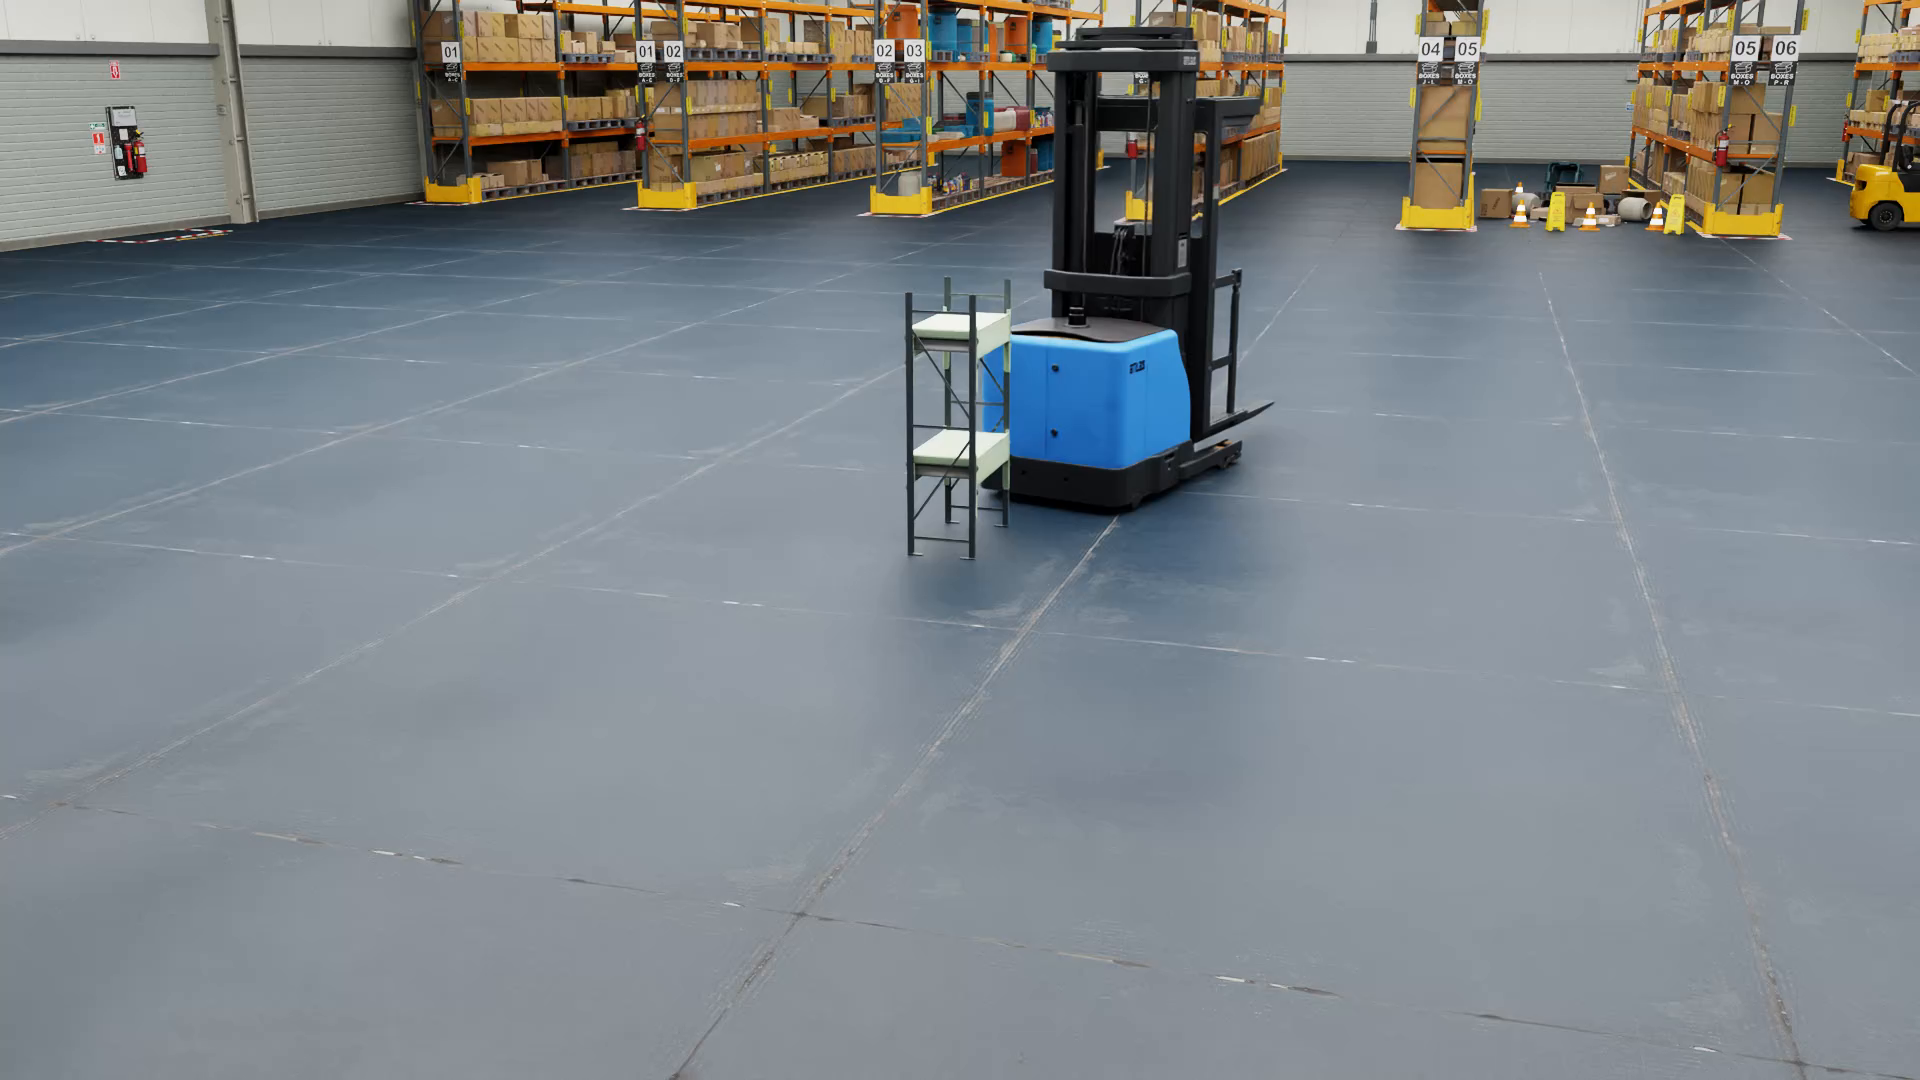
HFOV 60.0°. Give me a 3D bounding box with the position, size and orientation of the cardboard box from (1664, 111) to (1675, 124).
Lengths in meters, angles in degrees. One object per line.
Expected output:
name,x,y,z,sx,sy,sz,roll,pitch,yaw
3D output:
cardboard box,15.305,-8.997,35.411,0.500,0.250,0.500,5,16,16

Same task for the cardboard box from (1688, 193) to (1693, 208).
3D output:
cardboard box,13.707,-6.241,30.605,0.500,0.250,0.500,6,17,19

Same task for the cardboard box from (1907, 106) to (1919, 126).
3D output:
cardboard box,20.457,-8.992,35.074,0.797,0.503,0.637,4,16,15

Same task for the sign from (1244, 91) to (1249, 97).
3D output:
sign,6.432,-9.930,37.366,0.100,0.325,0.005,5,16,16

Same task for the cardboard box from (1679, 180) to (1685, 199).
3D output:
cardboard box,14.421,-6.711,32.039,0.950,0.372,0.625,5,17,17

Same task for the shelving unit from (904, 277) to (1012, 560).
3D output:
shelving unit,-0.002,-0.720,9.619,0.431,1.500,0.755,5,16,16

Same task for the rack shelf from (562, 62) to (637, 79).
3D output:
rack shelf,-8.906,-11.177,39.559,1.077,0.370,4.000,5,16,16

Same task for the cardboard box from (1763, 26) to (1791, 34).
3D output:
cardboard box,13.434,-8.372,27.352,0.380,0.149,0.250,5,16,15

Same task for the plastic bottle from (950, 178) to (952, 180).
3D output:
plastic bottle,-0.181,-7.334,34.360,0.061,0.283,0.133,5,16,16

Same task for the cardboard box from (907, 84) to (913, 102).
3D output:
cardboard box,-1.609,-12.302,45.688,0.500,0.500,0.500,5,17,18

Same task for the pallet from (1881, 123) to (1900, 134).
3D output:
pallet,20.976,-9.052,36.598,1.003,0.211,1.213,5,16,16

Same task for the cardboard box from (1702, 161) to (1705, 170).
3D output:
cardboard box,13.306,-6.607,29.332,0.380,0.149,0.250,5,17,18

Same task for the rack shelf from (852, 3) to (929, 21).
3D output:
rack shelf,-1.882,-14.328,45.179,1.077,0.370,4.000,5,16,16

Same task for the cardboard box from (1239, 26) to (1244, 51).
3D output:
cardboard box,5.878,-10.903,36.177,0.500,0.500,0.500,5,16,16

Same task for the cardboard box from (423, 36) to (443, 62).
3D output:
cardboard box,-10.736,-10.140,34.364,0.500,0.500,0.500,6,17,20

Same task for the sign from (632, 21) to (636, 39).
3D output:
sign,-6.377,-10.004,32.627,0.100,0.325,0.005,5,16,16

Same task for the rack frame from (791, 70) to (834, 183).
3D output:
rack frame,-3.588,-10.220,40.364,1.000,3.000,0.127,5,16,16

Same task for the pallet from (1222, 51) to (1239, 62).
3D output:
pallet,5.050,-9.910,34.119,1.213,0.211,1.003,5,16,16

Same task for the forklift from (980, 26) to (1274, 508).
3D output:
forklift,1.332,-1.959,11.366,1.130,2.935,3.031,10,18,30

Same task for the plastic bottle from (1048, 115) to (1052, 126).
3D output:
plastic bottle,2.210,-10.431,41.335,0.152,0.276,0.135,5,16,16

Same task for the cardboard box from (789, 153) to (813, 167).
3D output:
cardboard box,-3.788,-8.945,39.109,0.500,0.311,0.500,5,16,16

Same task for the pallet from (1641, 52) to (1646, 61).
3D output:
pallet,17.483,-11.981,41.238,1.003,0.211,1.213,5,16,16

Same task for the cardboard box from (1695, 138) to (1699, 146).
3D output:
cardboard box,13.855,-7.387,30.838,0.380,0.149,0.250,5,17,17

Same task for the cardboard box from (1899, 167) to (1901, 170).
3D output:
cardboard box,20.513,-7.830,35.748,0.500,0.500,0.500,4,16,14

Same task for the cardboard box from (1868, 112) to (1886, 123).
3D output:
cardboard box,21.501,-9.830,38.718,0.500,0.250,0.500,5,16,15

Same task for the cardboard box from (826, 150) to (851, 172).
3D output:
cardboard box,-3.041,-9.463,41.471,0.500,0.500,0.500,4,16,14

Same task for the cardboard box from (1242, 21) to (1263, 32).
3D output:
cardboard box,7.319,-12.845,41.611,0.500,0.250,0.500,4,16,12

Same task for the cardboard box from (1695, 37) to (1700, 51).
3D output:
cardboard box,14.596,-9.638,32.321,0.500,0.250,0.500,5,17,17

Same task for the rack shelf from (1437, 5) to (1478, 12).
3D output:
rack shelf,11.204,-11.911,37.382,1.077,0.370,4.000,5,16,16

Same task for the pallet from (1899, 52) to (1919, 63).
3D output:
pallet,20.763,-10.261,35.355,1.213,0.211,1.003,5,16,16

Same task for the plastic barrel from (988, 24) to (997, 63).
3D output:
plastic barrel,0.533,-11.115,37.237,0.600,0.830,0.708,5,16,16

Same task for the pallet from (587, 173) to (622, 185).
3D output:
pallet,-8.910,-8.739,40.254,1.003,0.211,1.213,5,16,16

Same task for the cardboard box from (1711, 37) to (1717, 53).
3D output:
cardboard box,13.453,-8.658,29.090,0.500,0.250,0.500,5,17,16

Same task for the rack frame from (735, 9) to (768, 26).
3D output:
rack frame,-6.065,-15.582,48.276,1.000,3.000,0.127,5,16,16

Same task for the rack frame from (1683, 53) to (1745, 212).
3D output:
rack frame,14.274,-7.636,31.253,1.000,3.000,0.127,5,16,16

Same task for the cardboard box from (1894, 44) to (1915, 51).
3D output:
cardboard box,20.841,-10.870,36.666,0.380,0.149,0.250,5,17,17

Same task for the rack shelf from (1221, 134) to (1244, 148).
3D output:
rack shelf,5.341,-8.582,35.906,1.077,0.370,4.000,5,16,16

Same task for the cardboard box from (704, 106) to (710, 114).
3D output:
cardboard box,-5.325,-8.773,33.892,0.380,0.149,0.250,4,16,15

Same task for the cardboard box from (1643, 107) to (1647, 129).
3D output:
cardboard box,16.575,-10.053,39.593,0.500,0.500,0.500,4,16,15

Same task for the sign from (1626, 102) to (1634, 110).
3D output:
sign,19.235,-12.402,47.562,0.327,0.218,0.001,5,16,16

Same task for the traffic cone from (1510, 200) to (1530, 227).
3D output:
traffic cone,9.875,-5.755,29.272,0.336,0.463,0.334,5,16,16

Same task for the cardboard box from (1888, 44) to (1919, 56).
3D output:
cardboard box,21.204,-11.005,37.363,0.500,0.250,0.500,5,16,16

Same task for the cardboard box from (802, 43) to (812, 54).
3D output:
cardboard box,-3.794,-11.531,38.996,0.500,0.250,0.500,5,17,17

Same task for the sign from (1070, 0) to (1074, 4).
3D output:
sign,2.824,-13.624,41.754,0.100,0.325,0.005,5,16,16

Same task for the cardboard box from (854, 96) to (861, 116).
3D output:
cardboard box,-2.894,-11.050,42.336,0.700,0.500,0.500,1,16,2

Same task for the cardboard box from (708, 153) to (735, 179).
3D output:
cardboard box,-5.067,-7.882,35.017,0.500,0.500,0.500,5,16,16

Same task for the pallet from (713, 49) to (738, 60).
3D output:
pallet,-5.290,-10.031,34.362,1.003,0.211,1.213,5,16,16

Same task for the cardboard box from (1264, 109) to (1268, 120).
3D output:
cardboard box,7.431,-10.671,41.684,0.500,0.250,0.500,4,16,15

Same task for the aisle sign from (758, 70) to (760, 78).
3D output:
aisle sign,-5.756,-13.942,48.724,0.394,0.787,0.004,5,16,16

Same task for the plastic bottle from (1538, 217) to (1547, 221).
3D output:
plastic bottle,10.669,-5.869,30.408,0.133,0.061,0.283,-1,16,-3

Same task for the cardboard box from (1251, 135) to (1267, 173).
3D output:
cardboard box,6.883,-9.508,40.979,1.225,0.875,0.875,5,16,16
